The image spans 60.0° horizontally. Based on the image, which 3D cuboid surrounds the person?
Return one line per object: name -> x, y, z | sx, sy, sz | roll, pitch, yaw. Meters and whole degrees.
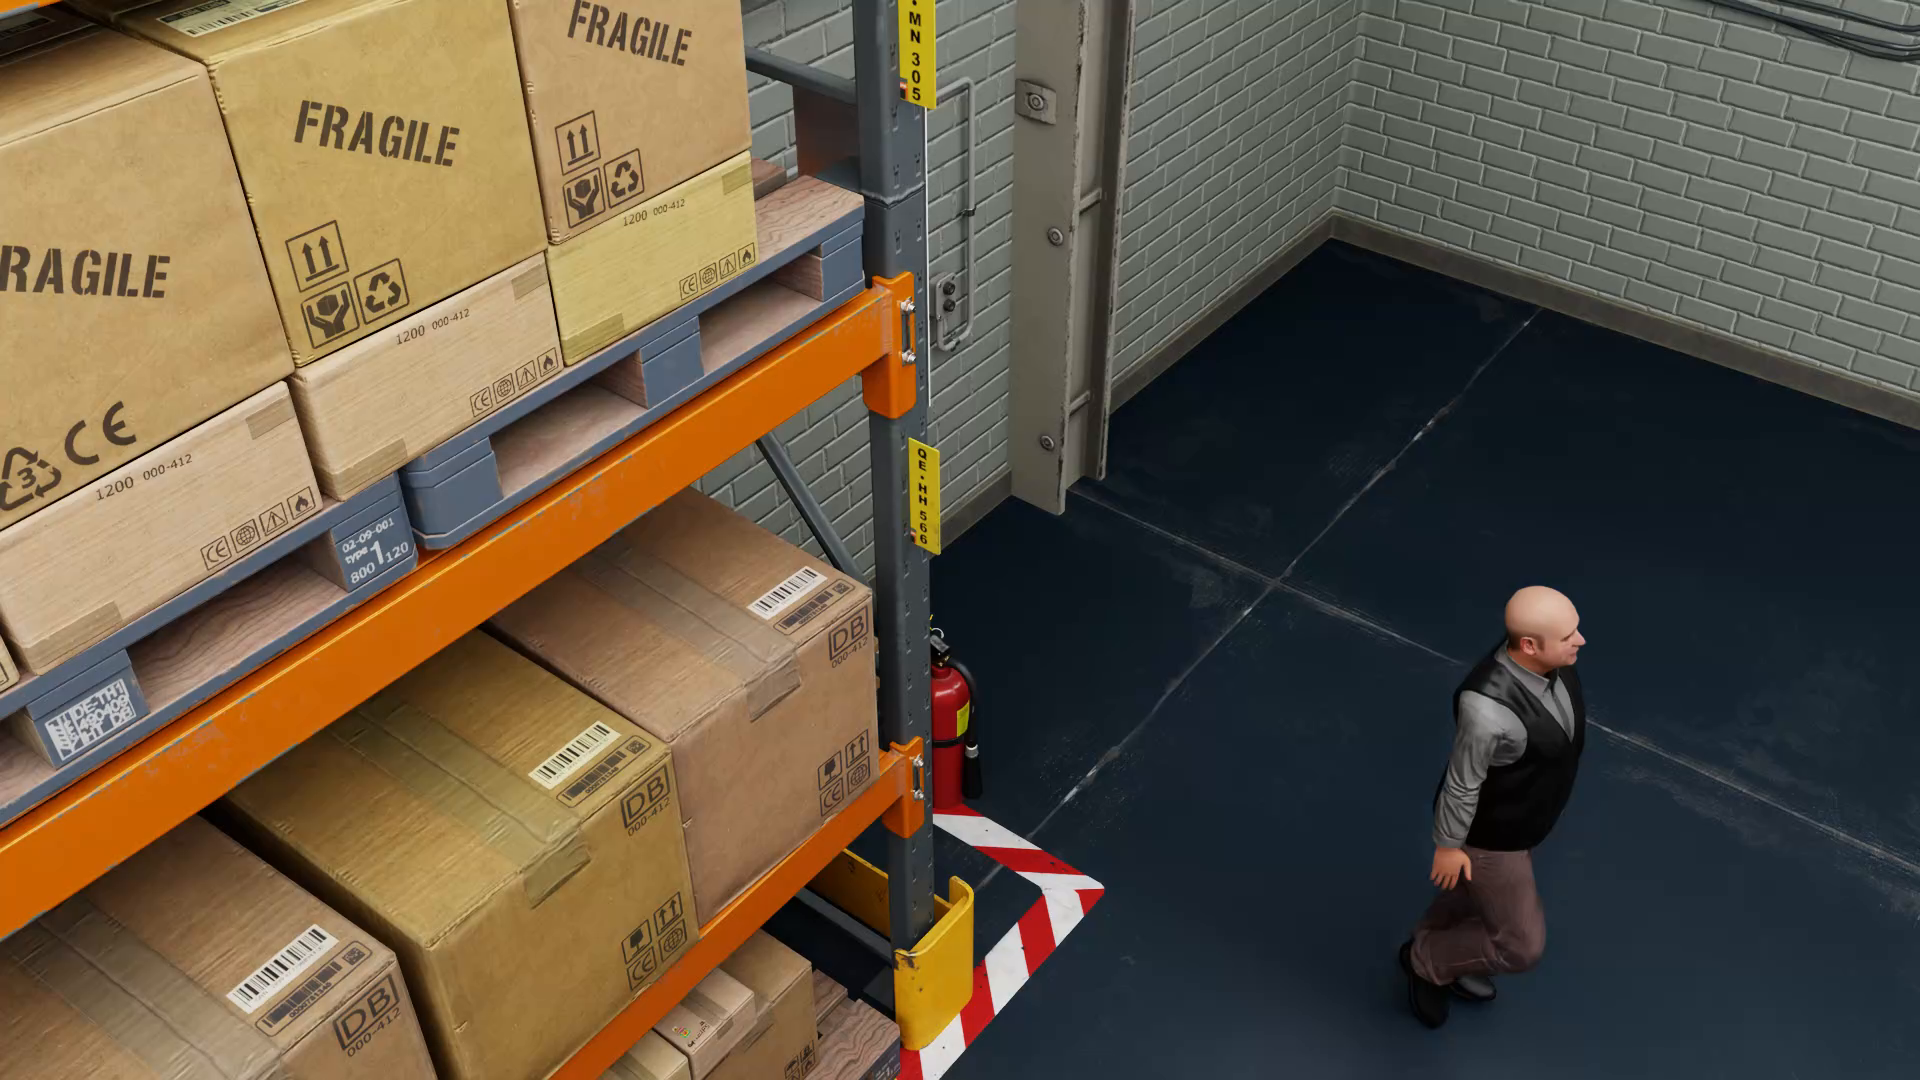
person -> 1.683, 0.859, 5.070 | 0.458, 1.739, 0.564 | 26, 45, 28
